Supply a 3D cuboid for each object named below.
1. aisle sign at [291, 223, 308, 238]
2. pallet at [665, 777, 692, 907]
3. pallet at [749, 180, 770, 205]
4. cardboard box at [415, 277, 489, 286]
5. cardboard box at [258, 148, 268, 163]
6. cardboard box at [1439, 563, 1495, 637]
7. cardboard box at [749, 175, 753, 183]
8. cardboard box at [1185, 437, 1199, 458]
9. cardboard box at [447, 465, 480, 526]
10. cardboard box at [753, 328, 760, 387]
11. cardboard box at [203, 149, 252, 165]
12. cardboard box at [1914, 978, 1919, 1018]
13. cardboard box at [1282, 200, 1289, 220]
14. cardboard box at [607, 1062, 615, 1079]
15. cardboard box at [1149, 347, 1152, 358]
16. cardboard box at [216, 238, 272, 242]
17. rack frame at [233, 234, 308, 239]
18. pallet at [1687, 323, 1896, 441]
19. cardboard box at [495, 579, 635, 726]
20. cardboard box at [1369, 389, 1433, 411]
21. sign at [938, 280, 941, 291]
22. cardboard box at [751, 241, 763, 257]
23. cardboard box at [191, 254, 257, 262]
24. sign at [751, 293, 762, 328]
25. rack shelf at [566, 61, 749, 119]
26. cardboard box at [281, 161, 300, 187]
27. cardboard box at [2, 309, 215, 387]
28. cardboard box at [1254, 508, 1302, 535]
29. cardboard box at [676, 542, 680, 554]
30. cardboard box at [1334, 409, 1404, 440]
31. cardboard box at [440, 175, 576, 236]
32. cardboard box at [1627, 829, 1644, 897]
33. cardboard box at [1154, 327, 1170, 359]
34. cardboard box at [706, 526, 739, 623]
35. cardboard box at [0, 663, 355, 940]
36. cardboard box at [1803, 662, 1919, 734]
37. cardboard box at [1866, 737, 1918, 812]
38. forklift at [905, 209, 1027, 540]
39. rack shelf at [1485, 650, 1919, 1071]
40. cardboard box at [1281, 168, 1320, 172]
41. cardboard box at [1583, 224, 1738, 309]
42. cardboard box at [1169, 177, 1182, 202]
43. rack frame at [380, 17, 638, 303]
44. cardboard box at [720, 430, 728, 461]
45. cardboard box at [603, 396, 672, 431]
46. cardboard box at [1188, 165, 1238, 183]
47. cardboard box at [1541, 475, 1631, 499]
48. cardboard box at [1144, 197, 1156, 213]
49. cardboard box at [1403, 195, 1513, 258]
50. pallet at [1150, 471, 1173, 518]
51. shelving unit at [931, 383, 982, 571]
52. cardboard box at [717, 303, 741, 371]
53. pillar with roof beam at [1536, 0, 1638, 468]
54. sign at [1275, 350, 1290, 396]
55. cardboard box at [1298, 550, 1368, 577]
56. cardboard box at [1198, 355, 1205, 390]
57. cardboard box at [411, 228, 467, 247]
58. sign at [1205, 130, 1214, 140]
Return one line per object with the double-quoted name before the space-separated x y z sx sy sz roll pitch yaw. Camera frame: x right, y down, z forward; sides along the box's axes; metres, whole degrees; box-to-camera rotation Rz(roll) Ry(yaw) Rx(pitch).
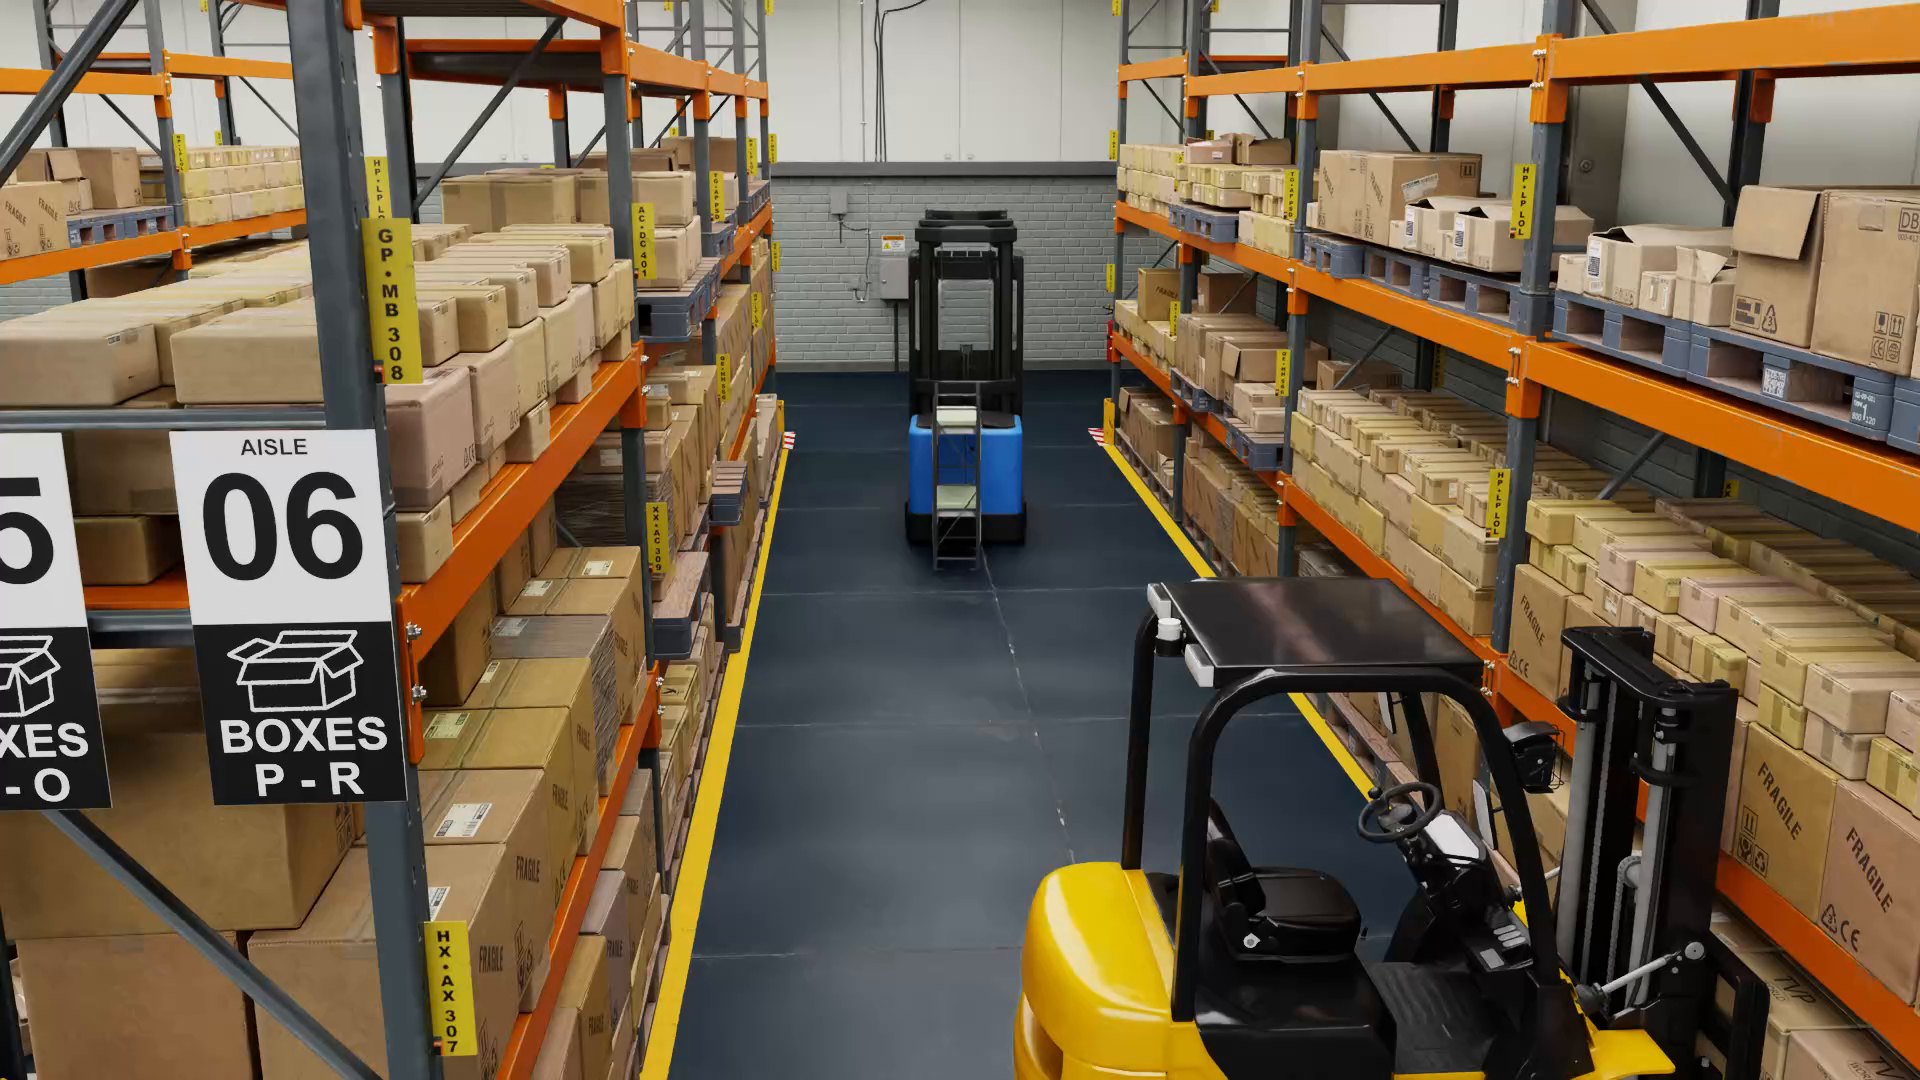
"aisle sign" -7.295 -3.744 18.566 0.394 0.787 0.004 -1 14 -3
"pallet" -1.962 1.577 8.697 1.003 0.211 1.213 -1 14 -3
"pallet" -2.599 -3.790 18.117 1.003 0.211 1.213 -1 14 -3
"cardboard box" -1.520 -0.643 4.613 0.380 0.149 0.250 -1 14 -4
"cardboard box" -7.228 -3.881 16.791 0.380 0.149 0.250 -1 14 -2
"cardboard box" 2.749 0.294 8.388 0.500 0.250 0.500 -1 14 -2
"cardboard box" -2.432 -3.933 17.959 0.380 0.149 0.250 -2 15 -8
"cardboard box" 2.303 -0.861 15.447 0.380 0.149 0.250 0 14 -1
"cardboard box" -1.449 -0.134 4.235 0.380 0.149 0.250 0 14 -2
"cardboard box" -2.176 -1.738 15.786 0.500 0.500 0.500 0 14 -2
"cardboard box" -7.181 -3.752 16.289 0.380 0.149 0.250 -1 14 -5
"cardboard box" 2.997 1.171 4.479 0.500 0.500 0.500 -1 14 -5
"cardboard box" 2.535 -2.374 11.940 0.380 0.149 0.250 -1 14 -5
"cardboard box" -1.509 2.076 5.838 0.500 0.250 0.500 0 14 0
"cardboard box" 2.196 -1.985 17.448 0.380 0.149 0.250 -1 14 -4
"cardboard box" -7.827 -3.024 18.177 0.500 0.500 0.500 -1 14 -4
"rack frame" -7.590 -2.463 18.801 1.000 3.000 0.127 -1 14 -3
"pallet" 3.193 -0.553 5.536 1.003 0.211 1.213 -1 14 -3
"cardboard box" -1.598 0.462 6.636 0.500 0.500 0.500 0 14 -2
"cardboard box" 3.016 -0.937 11.369 0.380 0.149 0.250 0 14 -2
"sign" -0.443 -3.975 24.872 0.329 0.494 0.001 -1 14 -3
"cardboard box" -2.319 -3.136 17.909 0.380 0.149 0.250 -1 14 -2
"cardboard box" -7.175 -2.515 16.201 0.500 0.500 0.500 -1 14 -3
"sign" -1.867 -2.103 15.237 0.100 0.325 0.005 -1 14 -3
"rack shelf" -2.284 -3.435 12.788 1.077 0.370 4.000 -1 14 -3
"cardboard box" -7.274 -3.847 17.460 0.500 0.250 0.500 -1 14 -5
"cardboard box" -1.958 -0.446 3.849 0.380 0.149 0.250 -1 14 -2
"cardboard box" 2.463 -0.145 12.667 0.380 0.149 0.250 -2 15 -6
"cardboard box" -1.706 0.000 8.891 0.380 0.149 0.250 -1 14 -3
"cardboard box" 2.608 -0.736 10.589 0.380 0.149 0.250 -1 14 -3
"cardboard box" -2.075 -1.547 7.680 0.500 0.250 0.500 -1 14 -2
"cardboard box" 2.822 1.363 6.602 0.500 0.250 0.500 0 14 -2
"cardboard box" 2.225 -1.966 16.574 0.500 0.250 0.500 -1 14 -3
"cardboard box" -2.120 0.078 12.348 0.875 0.875 0.875 -1 14 -4
"cardboard box" -1.914 0.615 4.037 0.700 0.500 0.500 -1 14 -5
"cardboard box" 2.899 0.493 5.213 0.380 0.149 0.250 -1 14 -2
"cardboard box" 2.984 0.703 4.997 0.380 0.149 0.250 -1 14 -4
"forklift" 0.058 -1.726 16.078 1.130 2.935 3.031 0 14 0
"rack shelf" 3.166 1.189 6.055 1.077 0.370 4.000 -1 14 -3
"cardboard box" 2.803 -2.918 13.416 0.380 0.149 0.250 -1 14 -2
"cardboard box" 2.850 -1.108 6.652 0.500 0.311 0.500 -1 14 -2
"cardboard box" 2.266 -3.287 15.690 0.500 0.250 0.500 -1 14 -3
"rack frame" -1.912 -2.485 6.849 1.000 3.000 0.127 -1 14 -3
"cardboard box" -1.939 -0.627 11.970 0.500 0.250 0.500 -1 14 -4
"cardboard box" -1.758 -0.681 8.934 0.380 0.149 0.250 0 14 0
"cardboard box" 2.188 -3.164 14.370 0.380 0.149 0.250 -1 14 -4
"cardboard box" 3.255 -0.240 8.662 0.380 0.149 0.250 -1 14 -4
"cardboard box" 2.104 -3.445 17.105 0.380 0.149 0.250 -1 14 -2
"cardboard box" 2.706 -1.686 8.898 0.500 0.311 0.500 -1 14 -5
"pallet" 2.504 -0.467 16.642 1.003 0.211 1.213 -1 14 -3
"shelving unit" -0.027 -0.557 14.405 0.431 1.500 0.755 0 14 0
"cardboard box" -2.031 -1.611 13.285 0.500 0.500 0.500 -1 14 -3
"pillar with roof beam" -0.522 -3.181 9.553 9.100 9.000 0.400 -1 14 -3
"sign" 2.253 -1.164 11.588 0.100 0.325 0.005 -1 14 -3
"cardboard box" 2.819 0.450 11.404 0.875 0.625 0.625 0 14 -2
"cardboard box" 2.249 -1.434 14.229 0.396 0.266 0.258 0 14 -1
"cardboard box" -2.173 -1.149 6.581 0.380 0.149 0.250 0 14 -2
"sign" 2.853 -4.527 19.027 0.100 0.325 0.005 -1 14 -3
